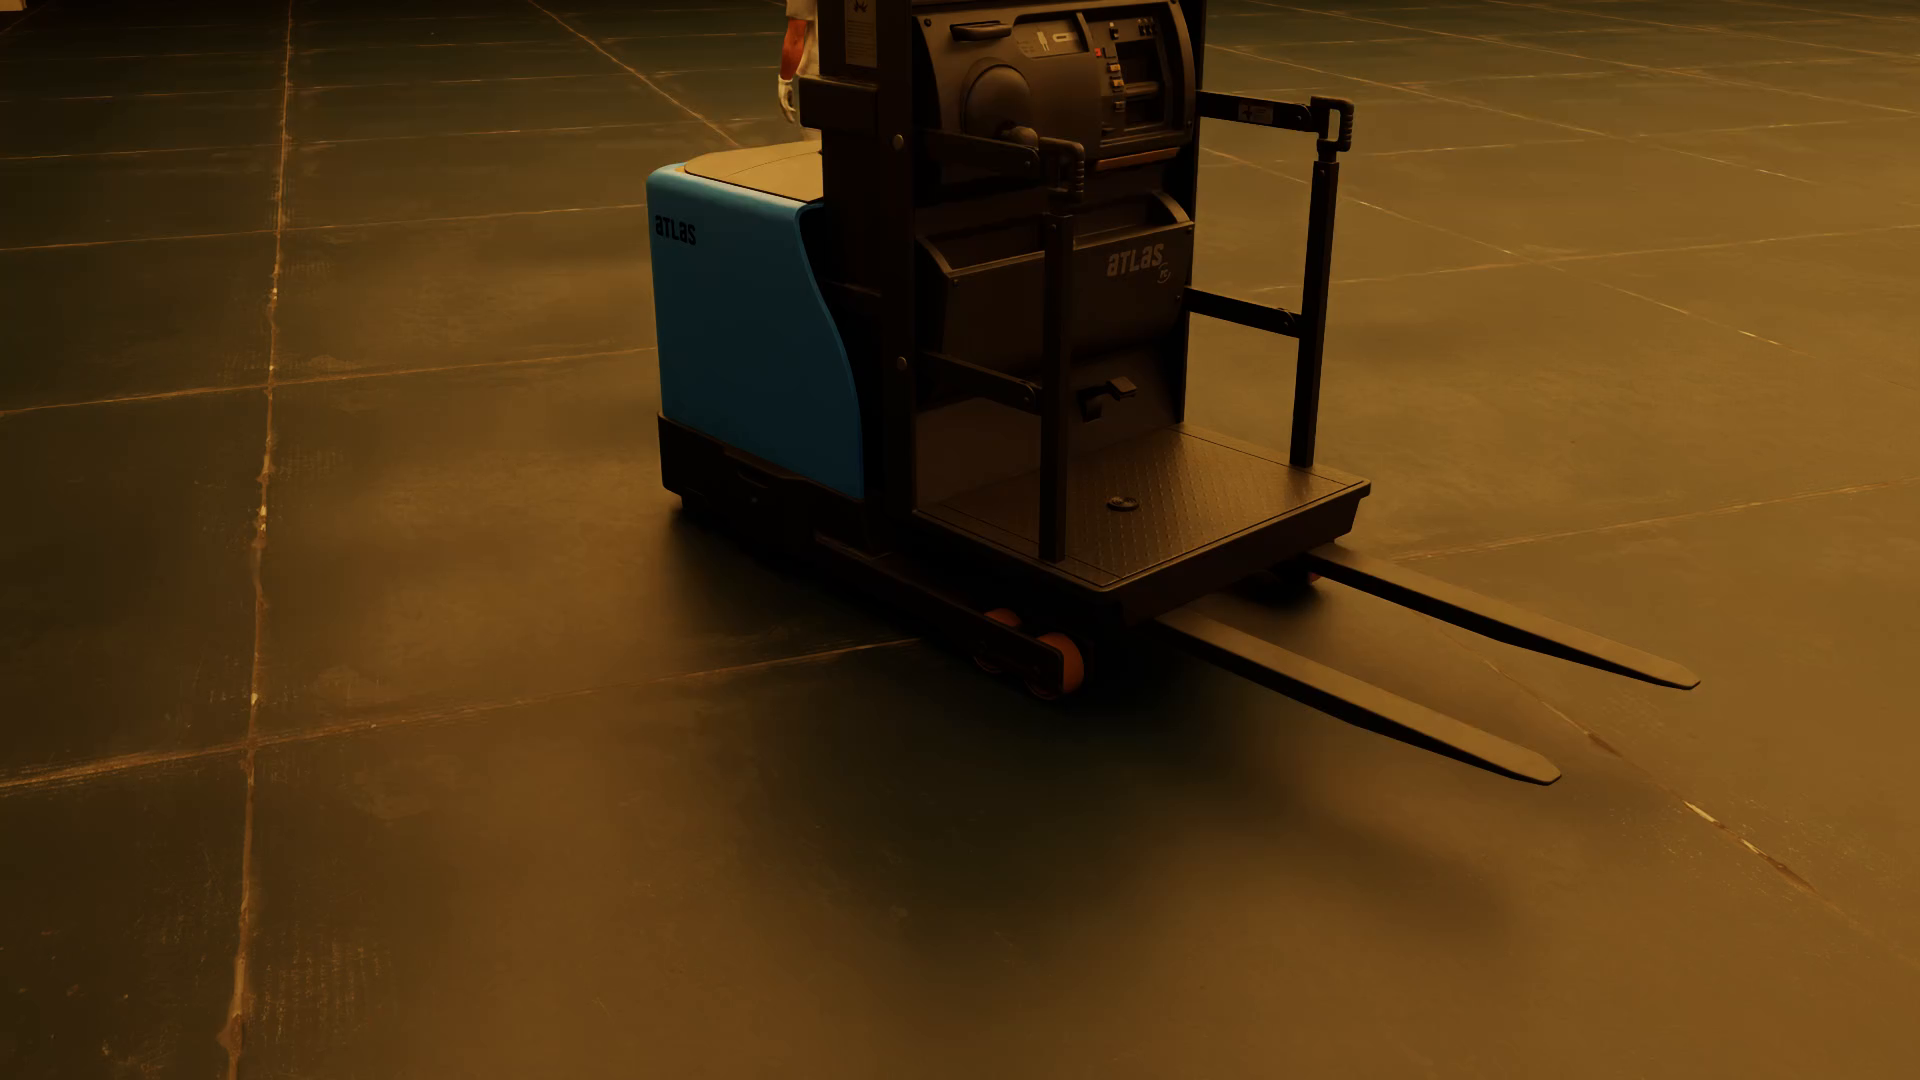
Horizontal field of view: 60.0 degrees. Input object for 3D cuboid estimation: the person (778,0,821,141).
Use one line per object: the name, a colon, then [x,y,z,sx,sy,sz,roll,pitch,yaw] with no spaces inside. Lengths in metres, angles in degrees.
person: [-0.611,-2.206,8.004,0.637,1.790,0.552,-14,26,-29]

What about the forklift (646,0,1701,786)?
forklift: [0.409,-1.176,4.096,1.130,2.935,3.031,-19,30,-38]
